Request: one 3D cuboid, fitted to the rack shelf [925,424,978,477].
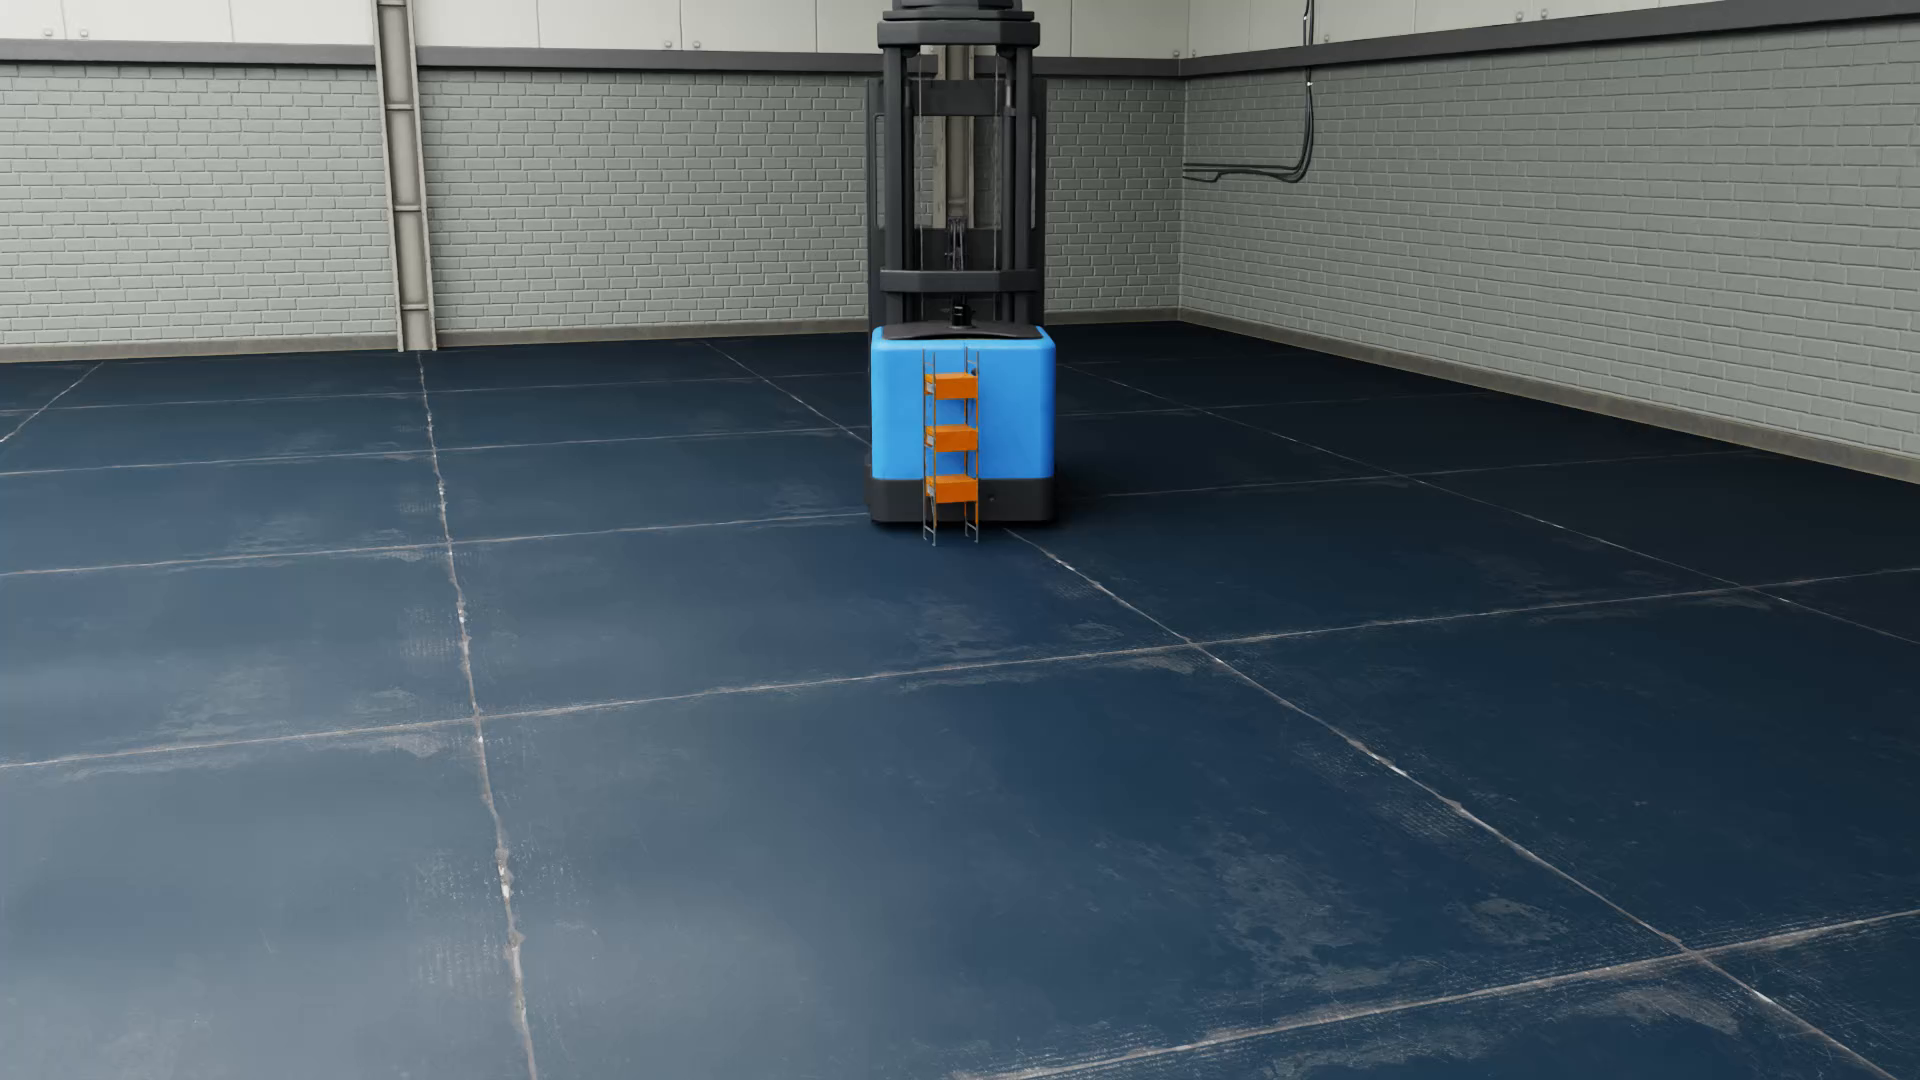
[{"bbox_3d":[-0.051,-0.497,9.007,0.240,0.259,0.215,-4,14,-18],"label":"rack shelf"}]

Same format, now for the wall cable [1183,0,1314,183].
[{"bbox_3d":[3.140,-5.264,18.538,0.112,2.526,3.097,-4,14,-18],"label":"wall cable"}]

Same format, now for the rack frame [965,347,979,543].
[{"bbox_3d":[0.065,-0.516,9.043,0.008,1.050,0.200,-4,14,-18],"label":"rack frame"}]

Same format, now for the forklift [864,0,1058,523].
[{"bbox_3d":[-0.035,-1.809,10.414,1.130,2.935,3.031,-1,13,-2],"label":"forklift"}]

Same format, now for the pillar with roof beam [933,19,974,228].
[{"bbox_3d":[1.300,-5.903,14.514,0.400,9.000,9.100,-4,14,-18],"label":"pillar with roof beam"}]

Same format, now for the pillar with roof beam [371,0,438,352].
[{"bbox_3d":[-4.387,-5.460,12.652,0.400,9.000,9.100,-4,14,-18],"label":"pillar with roof beam"}]

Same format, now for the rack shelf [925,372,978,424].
[{"bbox_3d":[-0.051,-0.773,8.941,0.240,0.259,0.215,-4,14,-18],"label":"rack shelf"}]

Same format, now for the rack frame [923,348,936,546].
[{"bbox_3d":[-0.166,-0.498,8.967,0.008,1.050,0.200,-4,14,-18],"label":"rack frame"}]

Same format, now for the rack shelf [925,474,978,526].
[{"bbox_3d":[-0.051,-0.226,9.071,0.240,0.259,0.215,-4,14,-18],"label":"rack shelf"}]

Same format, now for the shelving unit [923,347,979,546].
[{"bbox_3d":[-0.051,-0.507,9.005,0.252,1.050,0.215,-4,14,-18],"label":"shelving unit"}]
